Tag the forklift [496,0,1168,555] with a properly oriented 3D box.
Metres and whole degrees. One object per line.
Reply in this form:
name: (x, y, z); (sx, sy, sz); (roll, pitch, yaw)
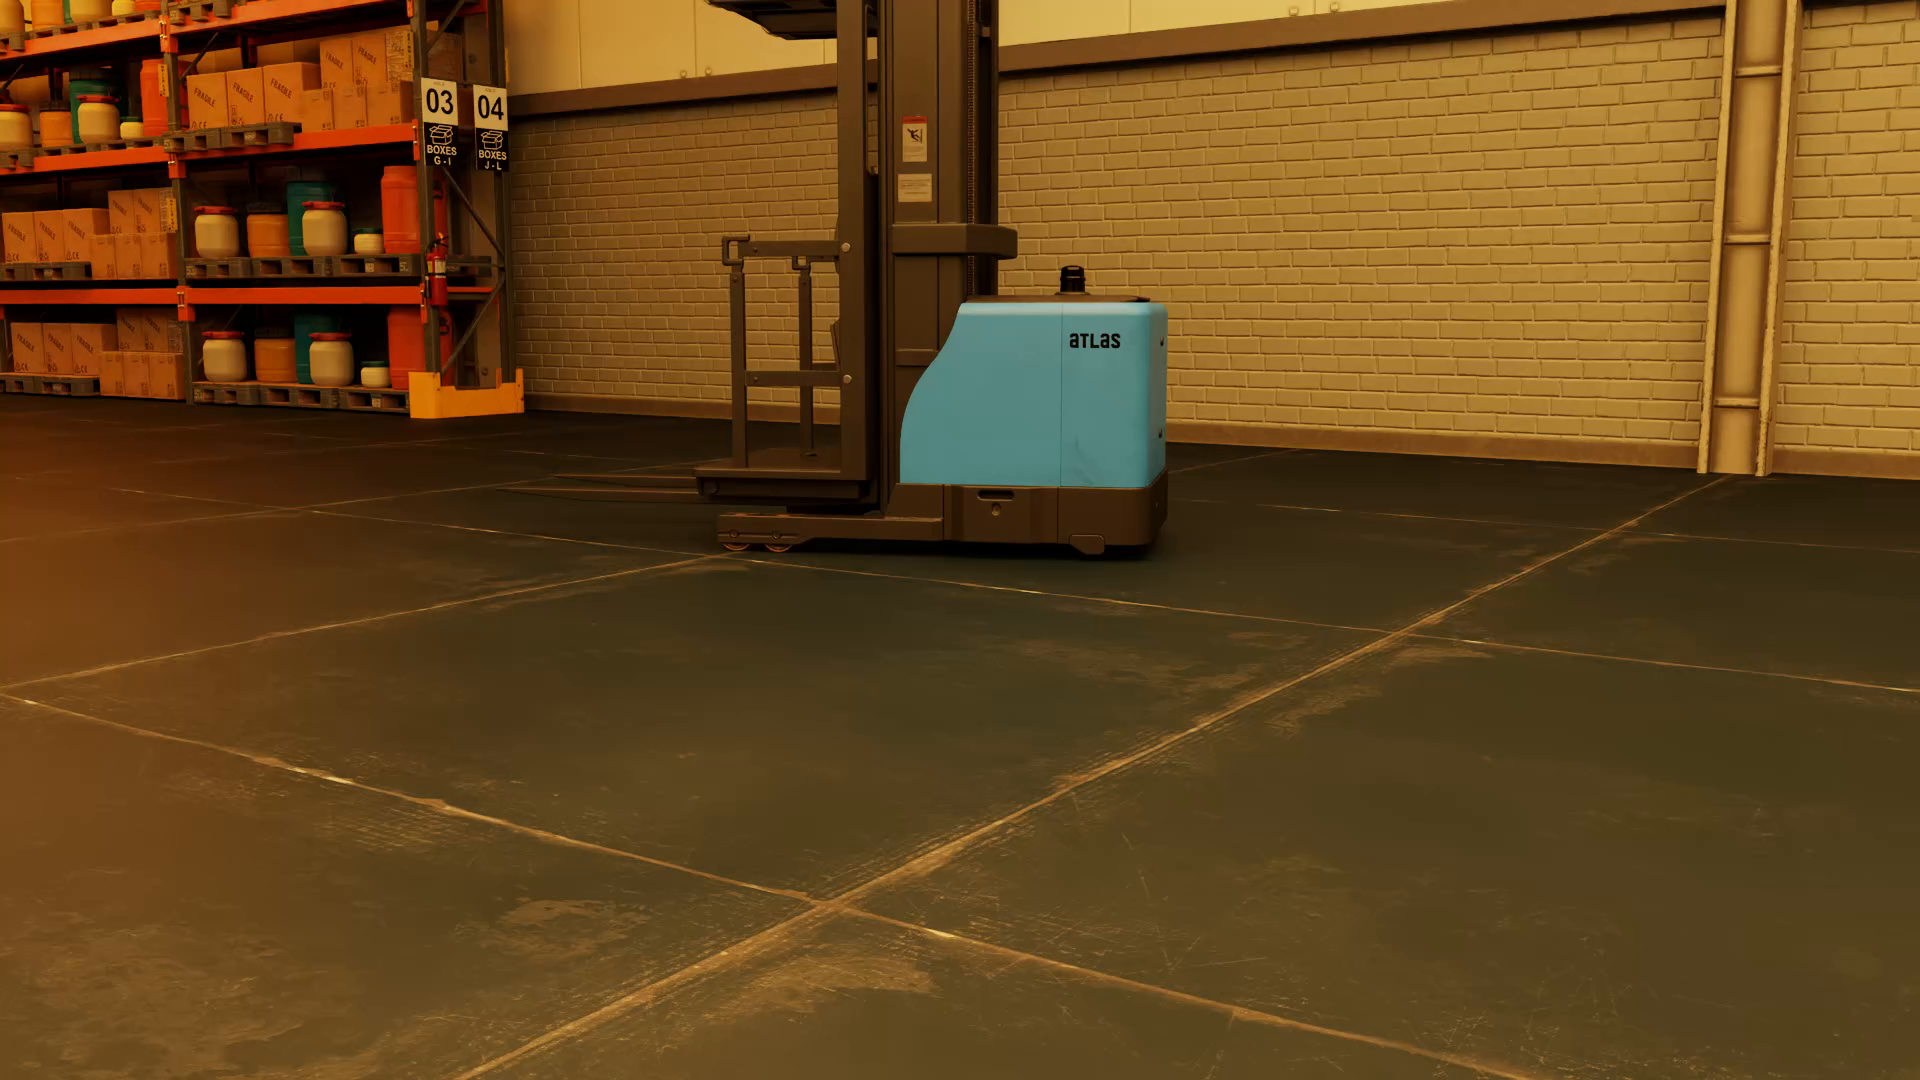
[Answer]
forklift: (-0.596, -1.469, 7.520); (3.031, 2.935, 1.130); (2, 8, 12)
